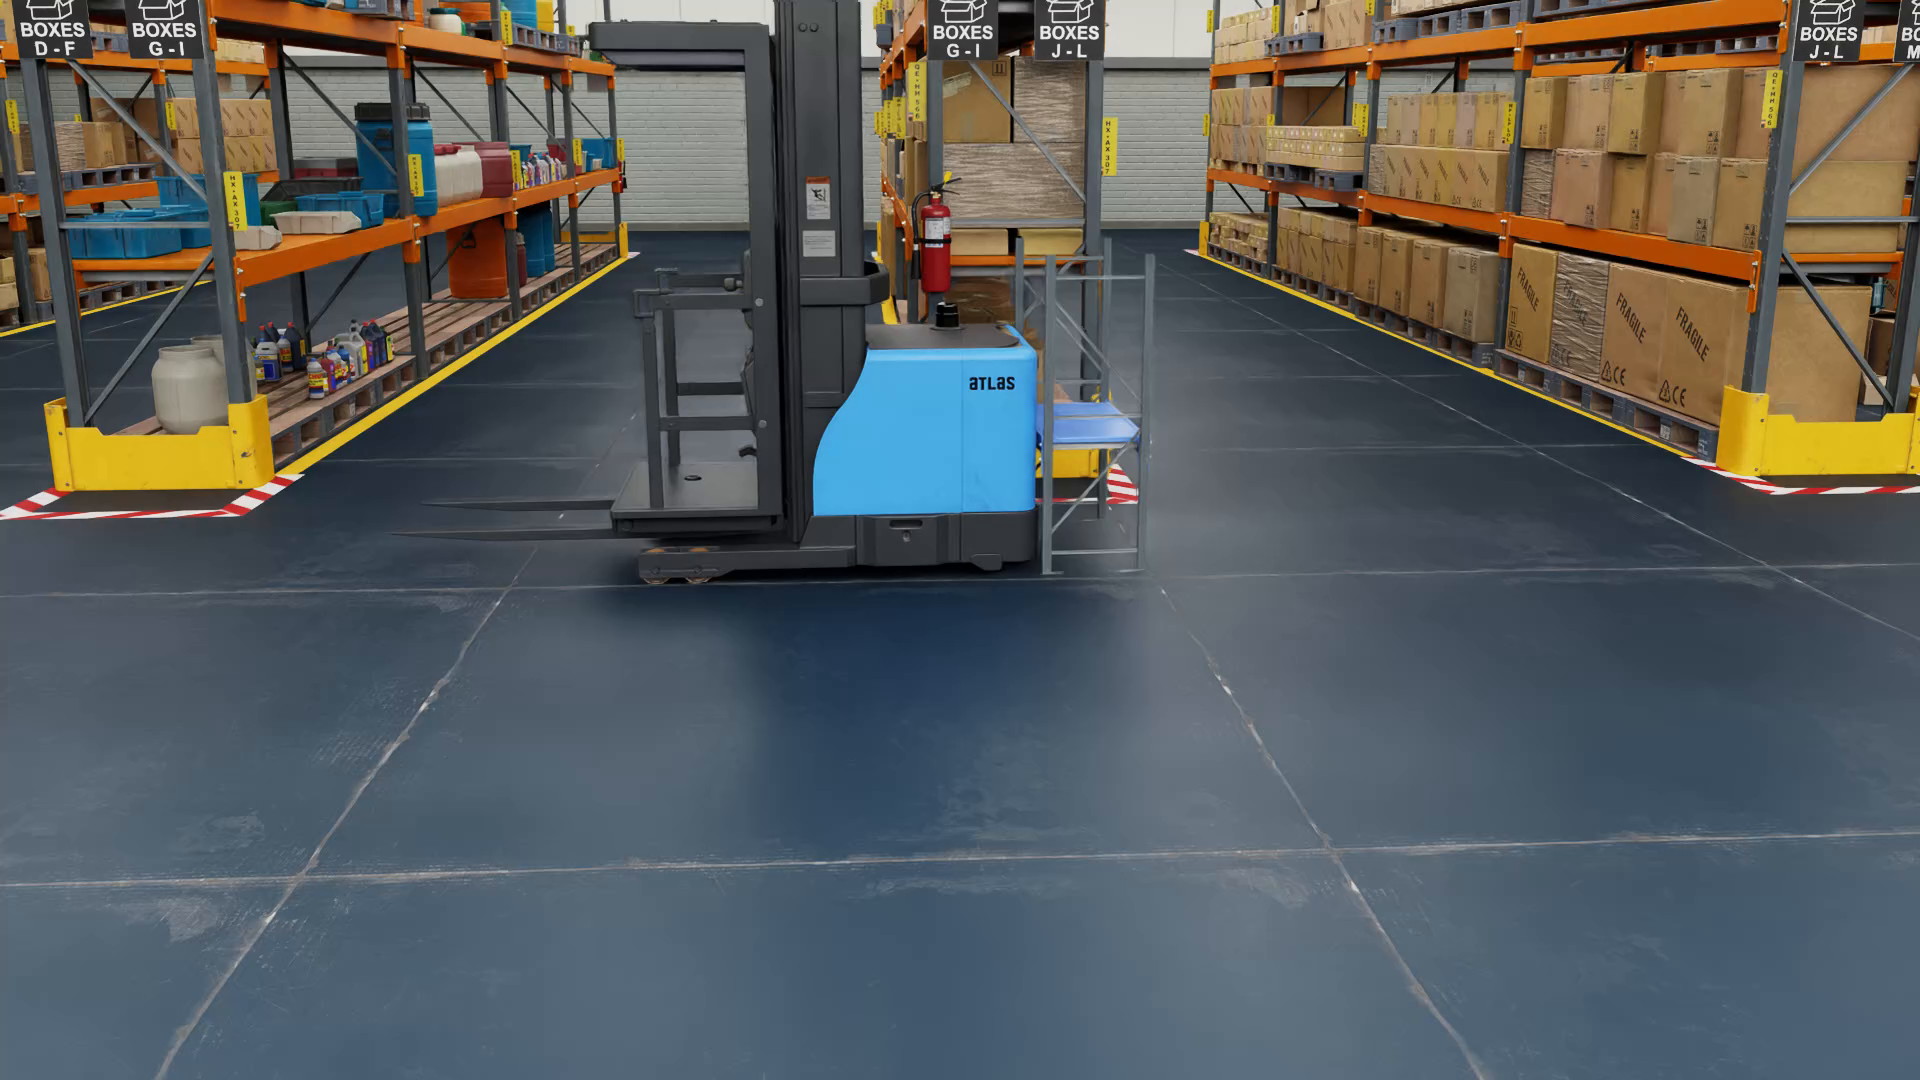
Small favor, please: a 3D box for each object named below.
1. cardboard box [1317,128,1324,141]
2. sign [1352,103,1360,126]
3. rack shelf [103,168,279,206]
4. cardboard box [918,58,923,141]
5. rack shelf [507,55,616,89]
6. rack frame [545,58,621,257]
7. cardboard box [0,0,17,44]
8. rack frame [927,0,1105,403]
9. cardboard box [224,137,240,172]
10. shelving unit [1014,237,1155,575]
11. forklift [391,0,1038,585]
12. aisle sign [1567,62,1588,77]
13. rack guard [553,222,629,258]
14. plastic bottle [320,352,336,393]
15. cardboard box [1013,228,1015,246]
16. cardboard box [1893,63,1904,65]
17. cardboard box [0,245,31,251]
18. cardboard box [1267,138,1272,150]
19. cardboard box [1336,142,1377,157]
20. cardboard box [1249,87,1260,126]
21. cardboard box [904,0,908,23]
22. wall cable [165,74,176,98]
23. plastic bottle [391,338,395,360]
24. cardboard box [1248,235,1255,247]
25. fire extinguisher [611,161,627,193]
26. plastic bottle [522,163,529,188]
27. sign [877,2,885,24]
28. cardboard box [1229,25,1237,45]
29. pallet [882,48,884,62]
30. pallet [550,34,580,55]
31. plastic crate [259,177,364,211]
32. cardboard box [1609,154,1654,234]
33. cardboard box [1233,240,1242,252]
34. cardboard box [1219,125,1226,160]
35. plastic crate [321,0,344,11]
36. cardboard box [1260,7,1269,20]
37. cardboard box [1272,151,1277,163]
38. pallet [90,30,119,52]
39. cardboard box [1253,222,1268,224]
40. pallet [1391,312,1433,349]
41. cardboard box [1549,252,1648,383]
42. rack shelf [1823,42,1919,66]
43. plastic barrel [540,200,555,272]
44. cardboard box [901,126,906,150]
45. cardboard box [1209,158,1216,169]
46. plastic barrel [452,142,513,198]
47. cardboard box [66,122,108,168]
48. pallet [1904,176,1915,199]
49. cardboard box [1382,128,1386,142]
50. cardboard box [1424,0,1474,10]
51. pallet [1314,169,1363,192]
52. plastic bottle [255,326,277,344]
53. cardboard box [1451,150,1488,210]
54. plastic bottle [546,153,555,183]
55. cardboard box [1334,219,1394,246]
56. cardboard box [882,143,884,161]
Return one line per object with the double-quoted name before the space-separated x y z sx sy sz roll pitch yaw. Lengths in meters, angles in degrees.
"cardboard box" 4.236 -4.563 18.709 0.380 0.149 0.250 0 14 -2
"sign" 5.080 -5.449 21.363 0.100 0.325 0.005 -1 14 -3
"rack shelf" -10.442 -4.825 22.702 1.077 0.370 4.000 -1 14 -3
"cardboard box" -0.005 -2.777 10.497 0.500 0.500 0.500 -1 14 -3
"rack shelf" -5.498 -6.353 22.622 1.077 0.370 4.000 -1 14 -3
"rack frame" -5.622 -5.746 24.839 1.000 3.000 0.127 -1 14 -3
"cardboard box" -10.131 -5.290 16.846 0.910 0.500 0.500 -1 14 -3
"rack frame" 0.313 -1.843 9.671 1.000 3.000 0.127 -1 14 -3
"cardboard box" -10.174 -5.233 22.646 0.500 0.500 0.500 -1 14 -4
"shelving unit" 0.585 -0.697 8.225 0.538 1.500 1.048 -1 15 -6
"forklift" -1.174 -1.349 7.887 3.031 2.935 1.130 -1 14 -5
"aisle sign" 9.518 -7.257 25.495 0.394 0.787 0.004 -1 14 -3
"rack guard" -5.636 -4.541 25.173 1.175 0.500 0.348 -1 14 -3
"plastic bottle" -4.428 -1.177 11.648 0.061 0.283 0.133 -1 14 -3
"cardboard box" 0.536 -1.921 10.477 0.380 0.149 0.250 -1 14 -3
"cardboard box" 13.932 -7.044 24.367 0.380 0.149 0.250 -1 14 -4
"cardboard box" -10.363 -2.912 17.960 0.500 0.500 0.500 0 14 -1
"cardboard box" 4.091 -5.000 21.004 0.380 0.149 0.250 -1 14 -3
"cardboard box" 4.289 -4.226 17.996 0.380 0.149 0.250 -1 14 -2
"cardboard box" 4.190 -5.797 22.233 0.500 0.500 0.500 -1 14 -5
"cardboard box" -0.163 -4.102 12.732 0.500 0.250 0.500 -1 15 -6
"wall cable" -15.504 -8.407 29.373 3.097 2.526 0.112 -1 14 -3
"plastic bottle" -4.545 -1.534 13.202 0.097 0.201 0.097 0 14 0
"cardboard box" 4.126 -4.053 22.540 0.380 0.149 0.250 -1 14 -5
"fire extinguisher" -5.178 -5.573 25.068 0.296 0.674 0.183 -1 14 -3
"plastic bottle" -4.868 -4.066 18.567 0.097 0.271 0.097 0 14 0
"sign" -0.984 -6.560 20.787 0.100 0.325 0.005 -1 14 -3
"cardboard box" 4.099 -7.127 23.486 0.500 0.250 0.500 -1 14 -3
"pallet" -0.622 -7.048 24.057 1.003 0.211 1.213 -1 14 -3
"pallet" -5.228 -5.919 19.871 1.213 0.211 1.003 -1 14 -3
"plastic crate" -4.973 -2.599 12.734 0.767 0.338 0.504 -1 14 -3
"cardboard box" 5.162 -2.468 11.797 0.875 0.550 0.500 -1 14 -3
"cardboard box" 4.100 -4.177 23.619 0.380 0.149 0.250 -1 14 -3
"cardboard box" 4.089 -5.818 24.321 0.500 0.500 0.500 -1 14 -3
"plastic crate" -4.375 -3.694 11.372 0.243 0.136 0.396 -1 14 -3
"cardboard box" 4.150 -6.894 21.777 0.380 0.149 0.250 -1 14 -4
"cardboard box" 4.114 -4.787 20.773 0.380 0.149 0.250 -1 14 -3
"pallet" -10.280 -5.616 18.692 1.213 0.211 1.003 -1 14 -3
"cardboard box" 4.228 -4.265 22.767 0.380 0.149 0.250 0 14 -2
"pallet" 4.820 -2.034 16.008 1.003 0.211 1.213 -1 14 -3
"cardboard box" 5.051 -1.682 12.466 0.875 0.875 0.875 -1 14 -3
"rack shelf" 9.832 -4.593 15.781 1.077 0.370 4.000 -1 14 -3
"plastic barrel" -5.357 -3.803 20.655 0.600 0.901 0.708 -1 14 -3
"cardboard box" -0.135 -3.521 15.142 0.797 0.503 0.637 1 14 2
"cardboard box" 3.971 -5.667 25.035 0.380 0.149 0.250 -1 14 -4
"plastic barrel" -4.795 -3.712 16.659 0.600 0.536 0.708 -1 14 -3
"cardboard box" -10.147 -4.489 18.911 0.700 0.500 0.500 -5 15 -18
"pallet" 9.872 -3.401 16.111 1.003 0.211 1.213 -1 14 -3
"cardboard box" 4.909 -4.500 18.464 0.380 0.149 0.250 -1 14 -4
"cardboard box" 4.662 -5.110 15.483 0.500 0.311 0.500 -1 14 -4
"pallet" 4.623 -3.967 18.310 1.213 0.211 1.003 -1 14 -3
"plastic bottle" -5.231 -1.438 12.528 0.144 0.351 0.185 -1 15 -6
"cardboard box" 4.691 -3.189 14.701 0.500 0.500 0.500 -1 14 -4
"plastic bottle" -4.991 -4.504 20.110 0.144 0.351 0.185 -1 14 -3
"cardboard box" 4.470 -3.406 18.415 0.500 0.250 0.500 -1 14 -5
"cardboard box" -0.852 -5.516 23.650 0.500 0.250 0.500 -1 14 -5
